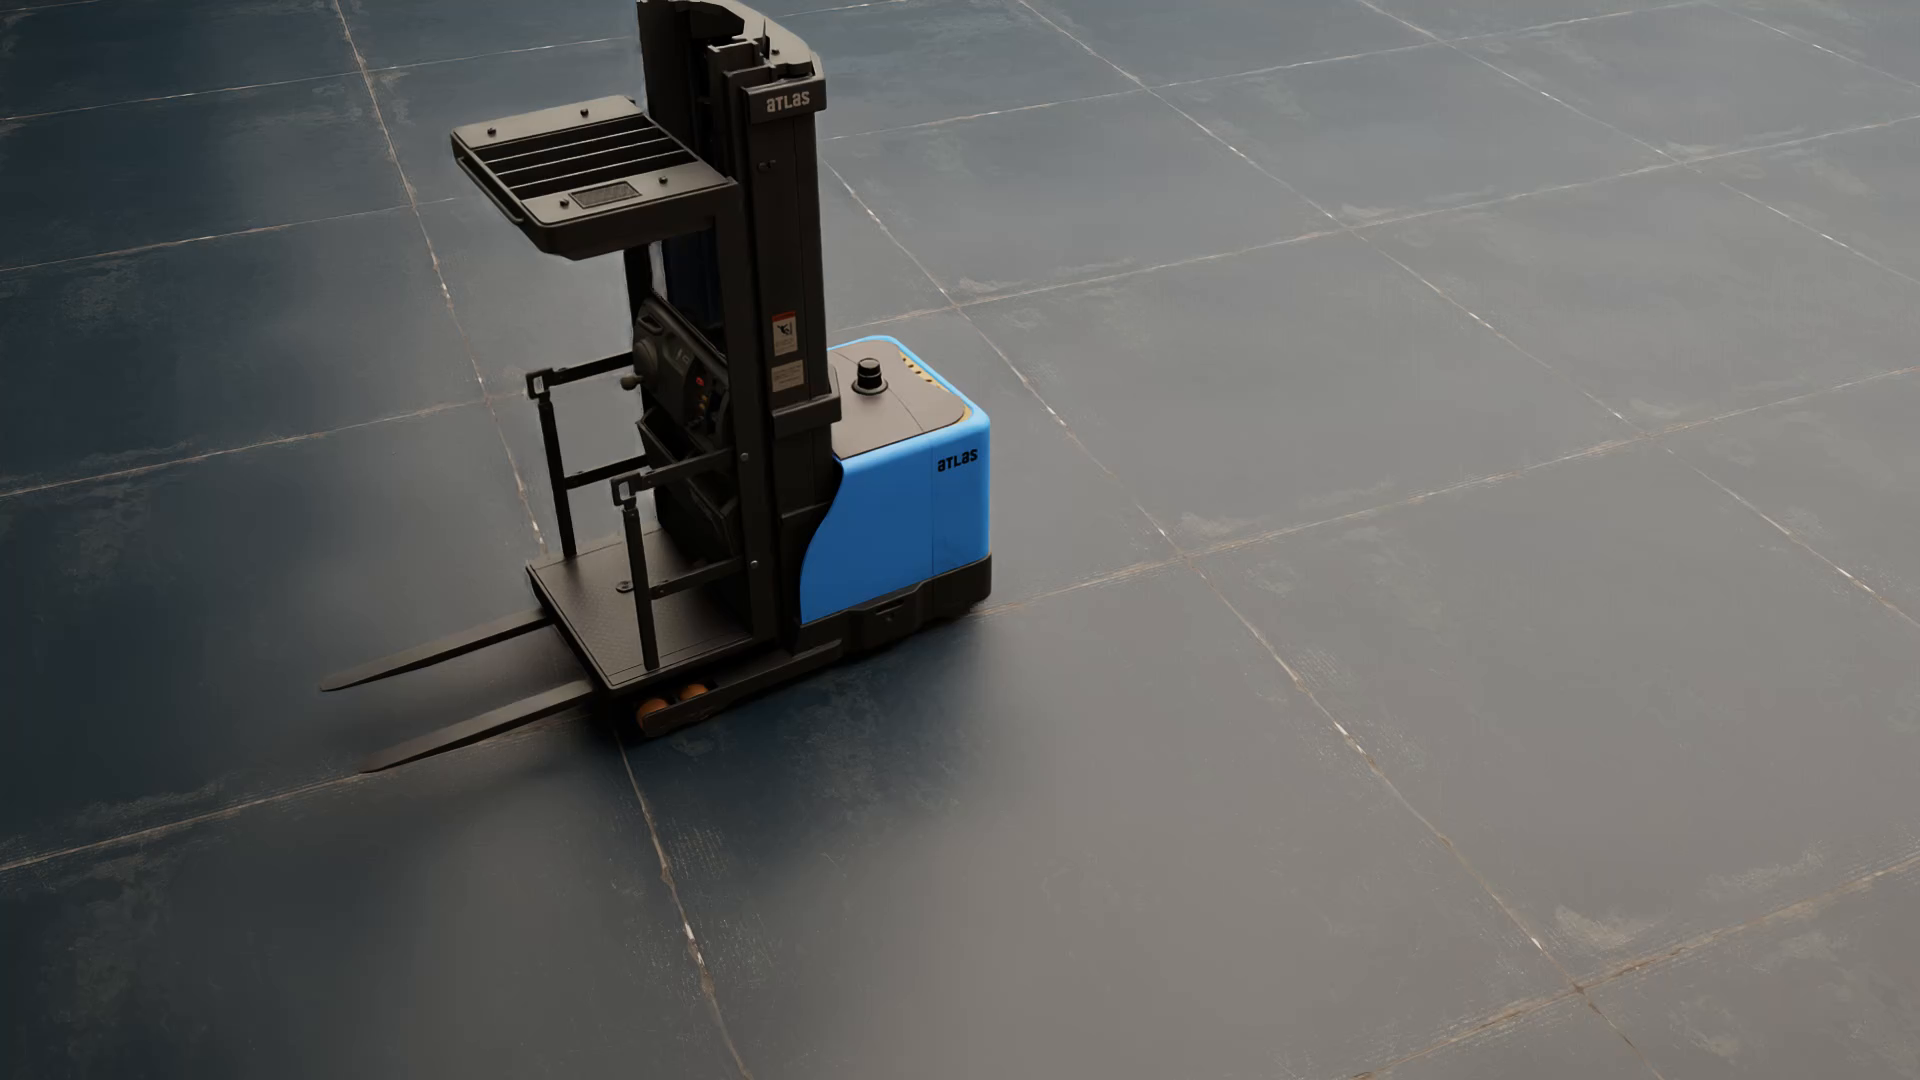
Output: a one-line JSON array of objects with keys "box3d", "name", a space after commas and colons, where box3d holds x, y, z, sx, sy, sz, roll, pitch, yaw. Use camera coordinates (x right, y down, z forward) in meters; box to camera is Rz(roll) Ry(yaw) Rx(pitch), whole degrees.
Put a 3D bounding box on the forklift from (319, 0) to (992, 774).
[{"box3d": [-1.371, -0.671, 7.042, 3.031, 2.935, 1.130, -20, 40, -25], "name": "forklift"}]
